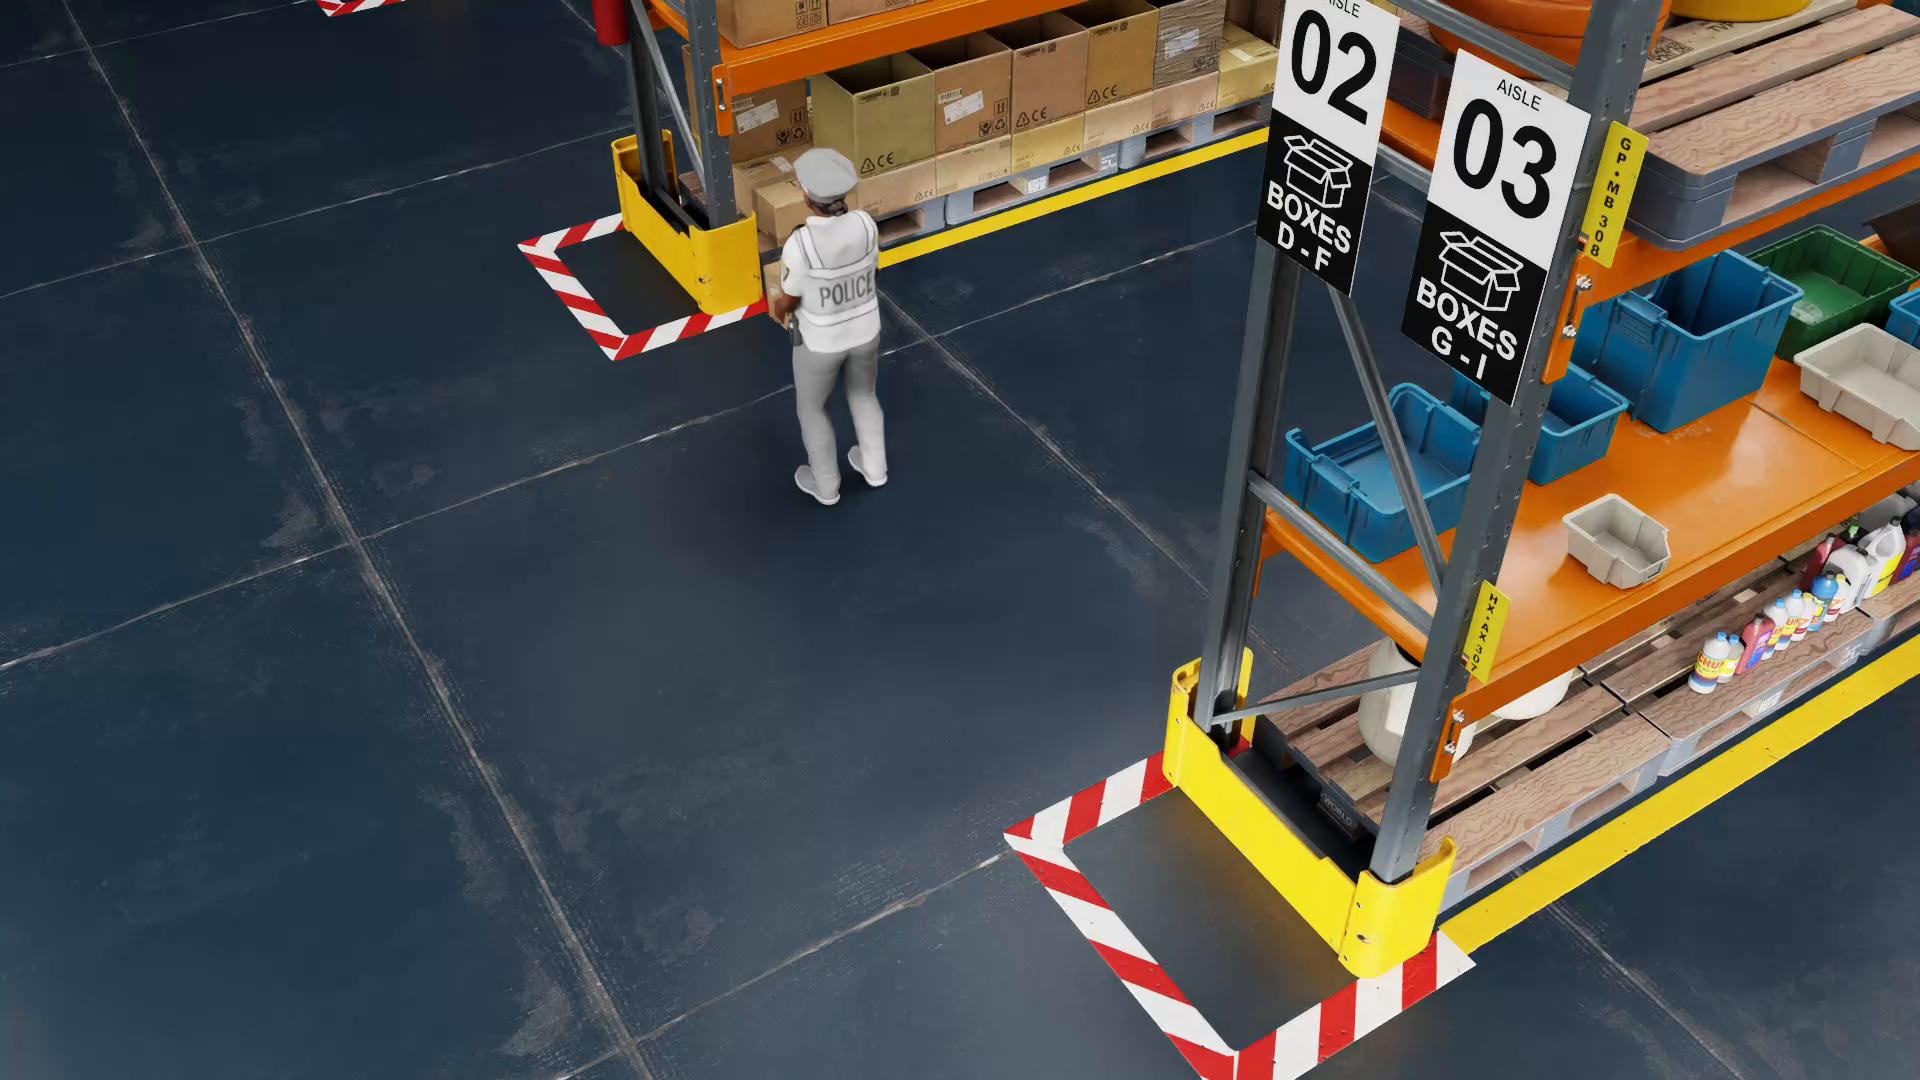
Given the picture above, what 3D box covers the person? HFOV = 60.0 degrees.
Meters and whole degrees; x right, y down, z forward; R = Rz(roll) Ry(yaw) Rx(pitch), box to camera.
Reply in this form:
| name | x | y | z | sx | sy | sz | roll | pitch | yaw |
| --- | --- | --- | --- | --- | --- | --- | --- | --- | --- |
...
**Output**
| name | x | y | z | sx | sy | sz | roll | pitch | yaw |
| --- | --- | --- | --- | --- | --- | --- | --- | --- | --- |
| person | -0.576 | -0.919 | 7.200 | 0.473 | 1.678 | 0.478 | -23 | 46 | -24 |
